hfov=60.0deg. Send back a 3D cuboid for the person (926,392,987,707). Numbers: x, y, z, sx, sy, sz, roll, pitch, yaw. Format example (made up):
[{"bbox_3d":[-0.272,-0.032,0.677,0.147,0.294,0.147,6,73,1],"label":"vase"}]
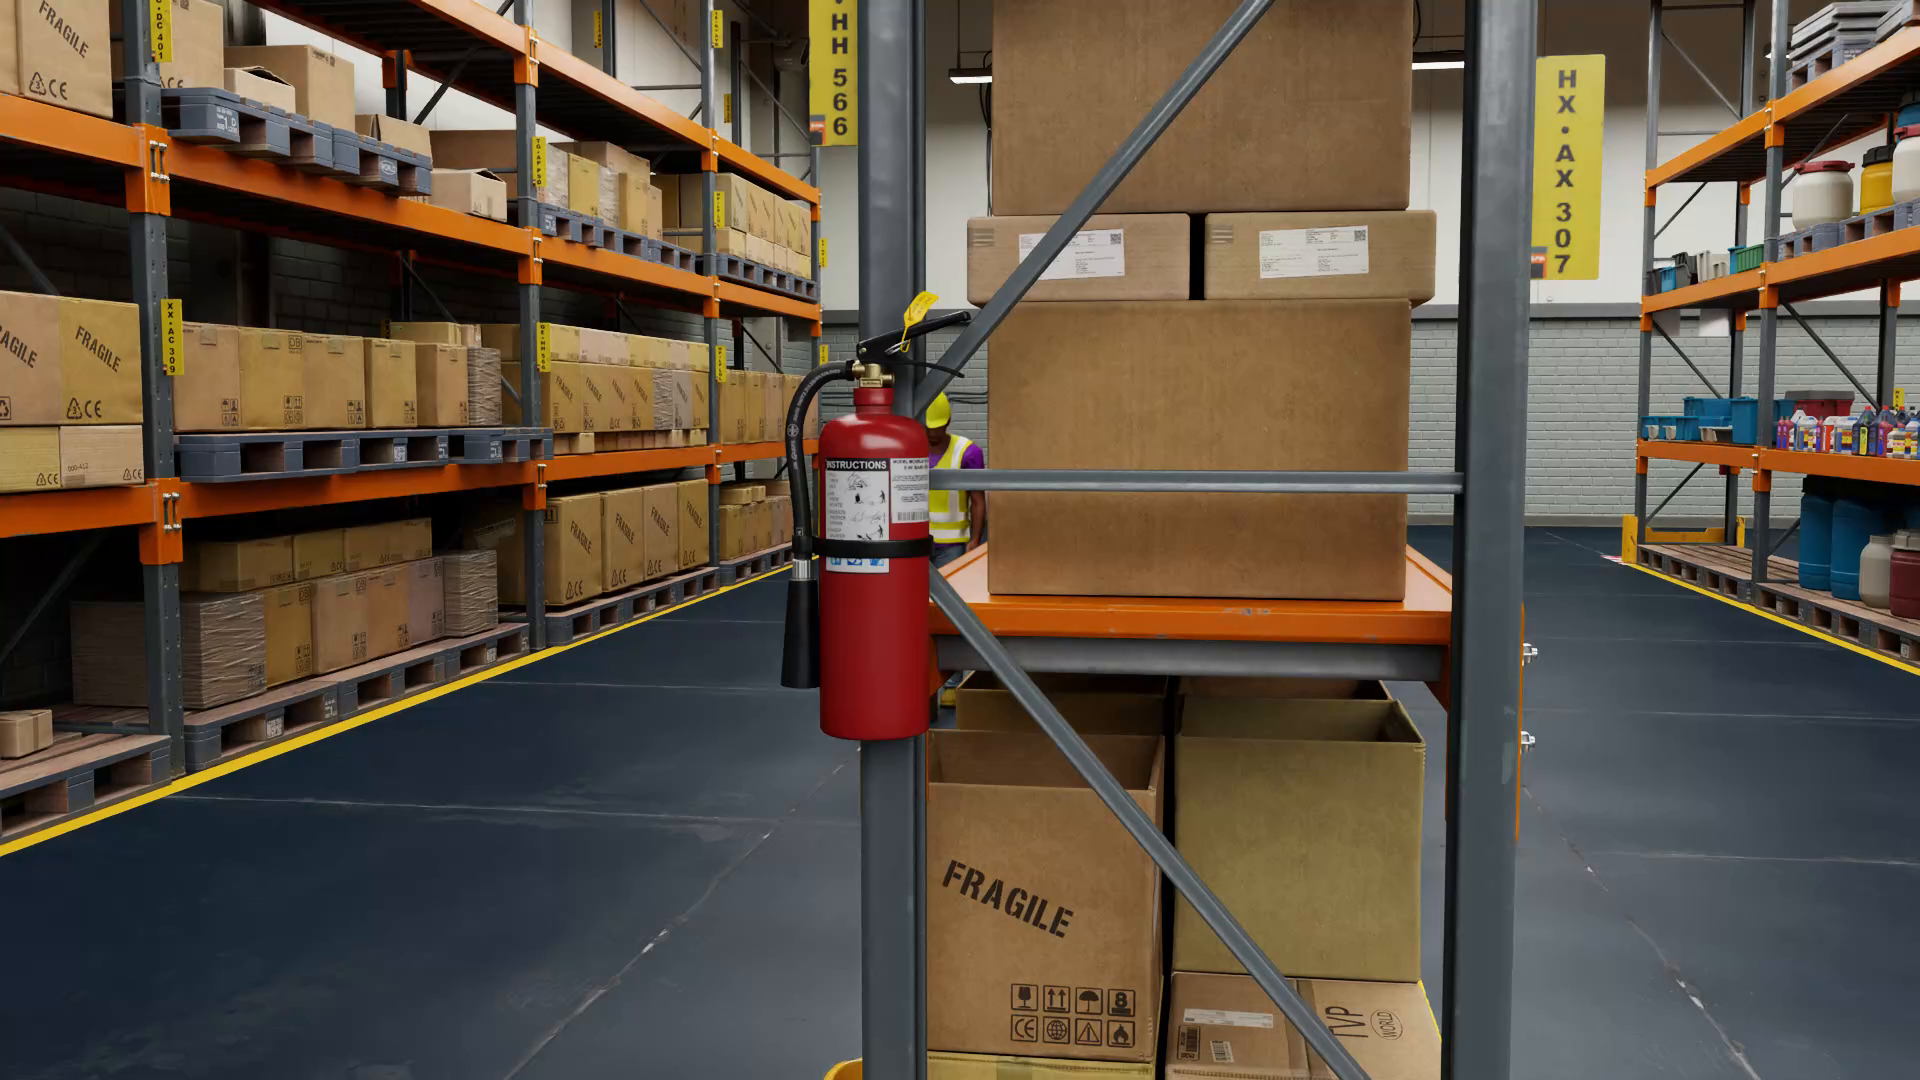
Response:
[{"bbox_3d":[-0.142,0.042,9.149,0.581,1.738,0.409,1,5,10],"label":"person"}]
